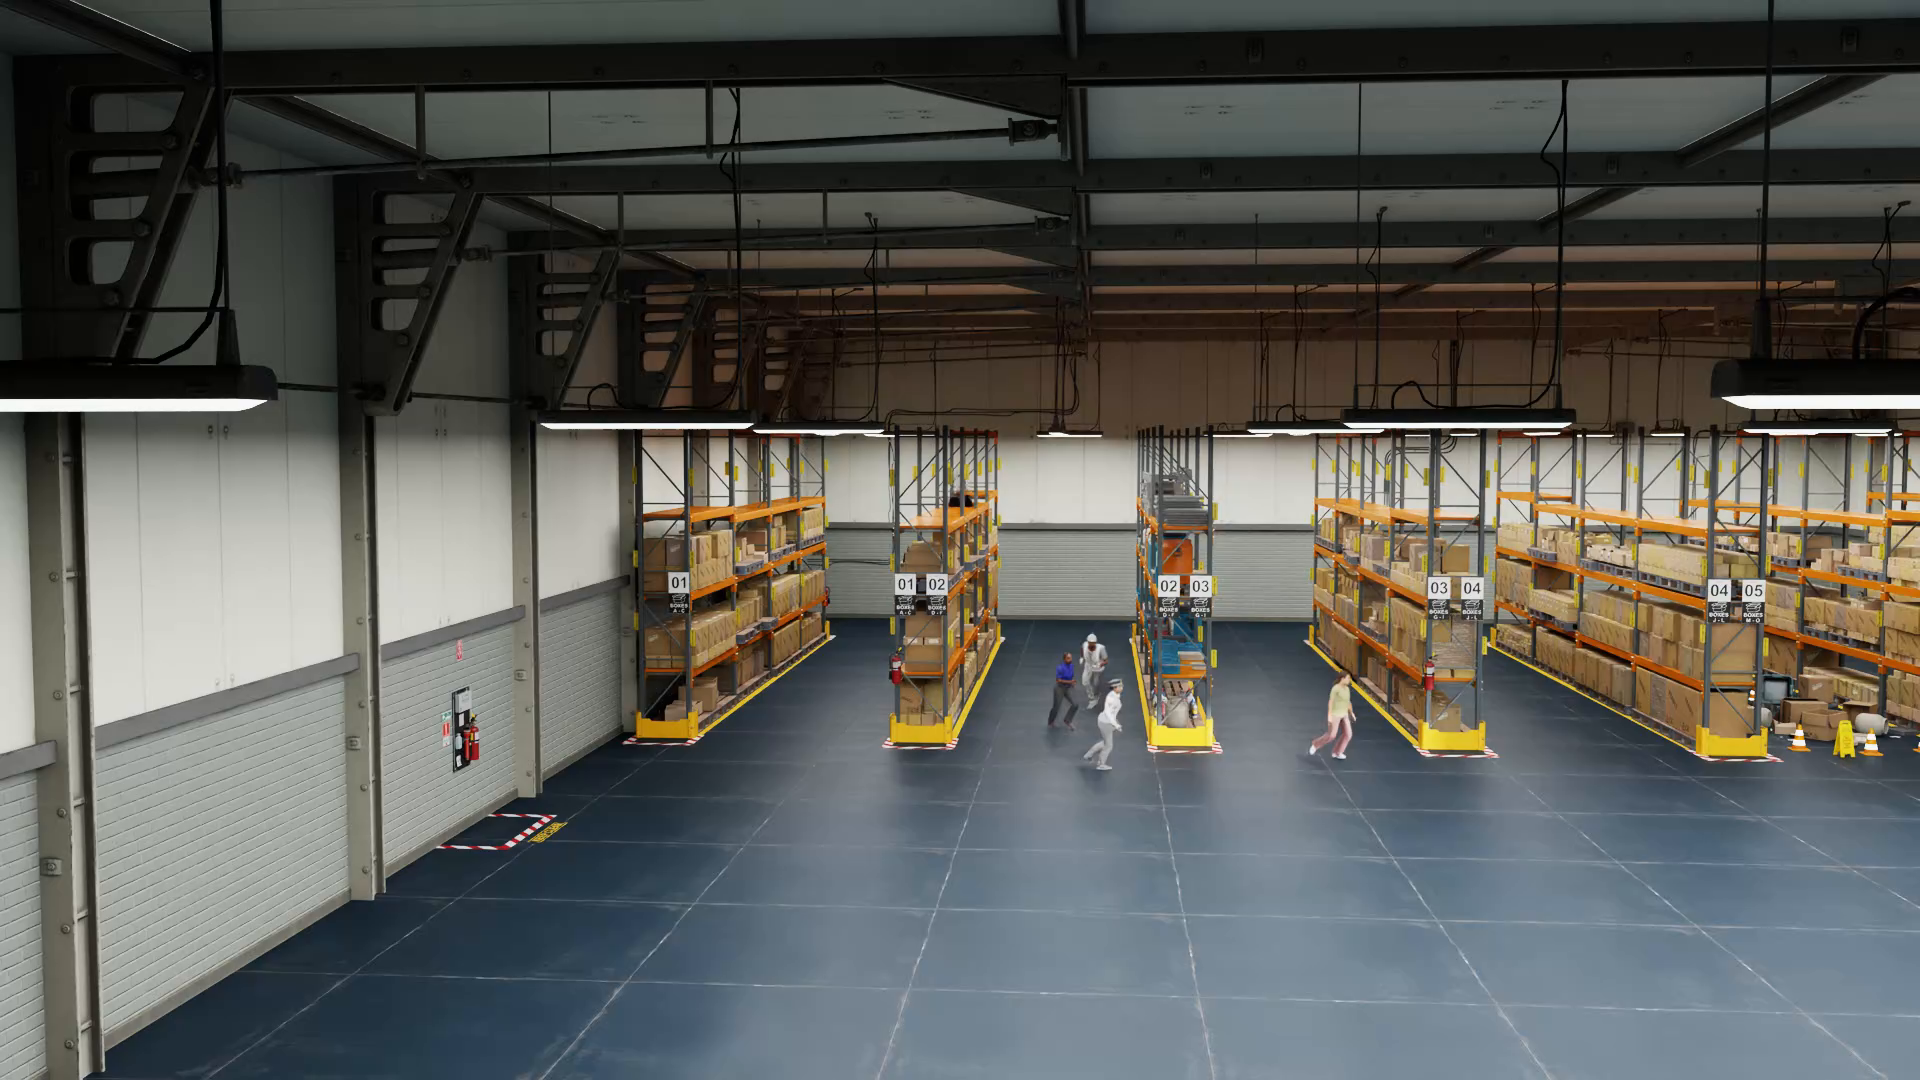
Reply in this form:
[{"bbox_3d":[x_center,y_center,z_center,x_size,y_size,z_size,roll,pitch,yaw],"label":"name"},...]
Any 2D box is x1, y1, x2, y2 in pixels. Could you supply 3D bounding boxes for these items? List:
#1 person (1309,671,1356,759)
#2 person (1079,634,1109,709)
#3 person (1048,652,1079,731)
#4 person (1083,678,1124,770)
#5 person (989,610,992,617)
[{"bbox_3d":[6.685,3.124,29.885,0.714,1.598,0.630,-2,4,-35],"label":"person"},{"bbox_3d":[2.870,2.761,35.515,0.713,1.602,1.097,1,4,18],"label":"person"},{"bbox_3d":[2.061,2.975,32.695,0.576,1.589,0.937,-2,4,-32],"label":"person"},{"bbox_3d":[2.486,3.184,28.855,0.718,1.606,0.579,1,4,13],"label":"person"},{"bbox_3d":[0.815,1.971,49.150,0.610,1.596,0.545,-2,4,-33],"label":"person"}]
